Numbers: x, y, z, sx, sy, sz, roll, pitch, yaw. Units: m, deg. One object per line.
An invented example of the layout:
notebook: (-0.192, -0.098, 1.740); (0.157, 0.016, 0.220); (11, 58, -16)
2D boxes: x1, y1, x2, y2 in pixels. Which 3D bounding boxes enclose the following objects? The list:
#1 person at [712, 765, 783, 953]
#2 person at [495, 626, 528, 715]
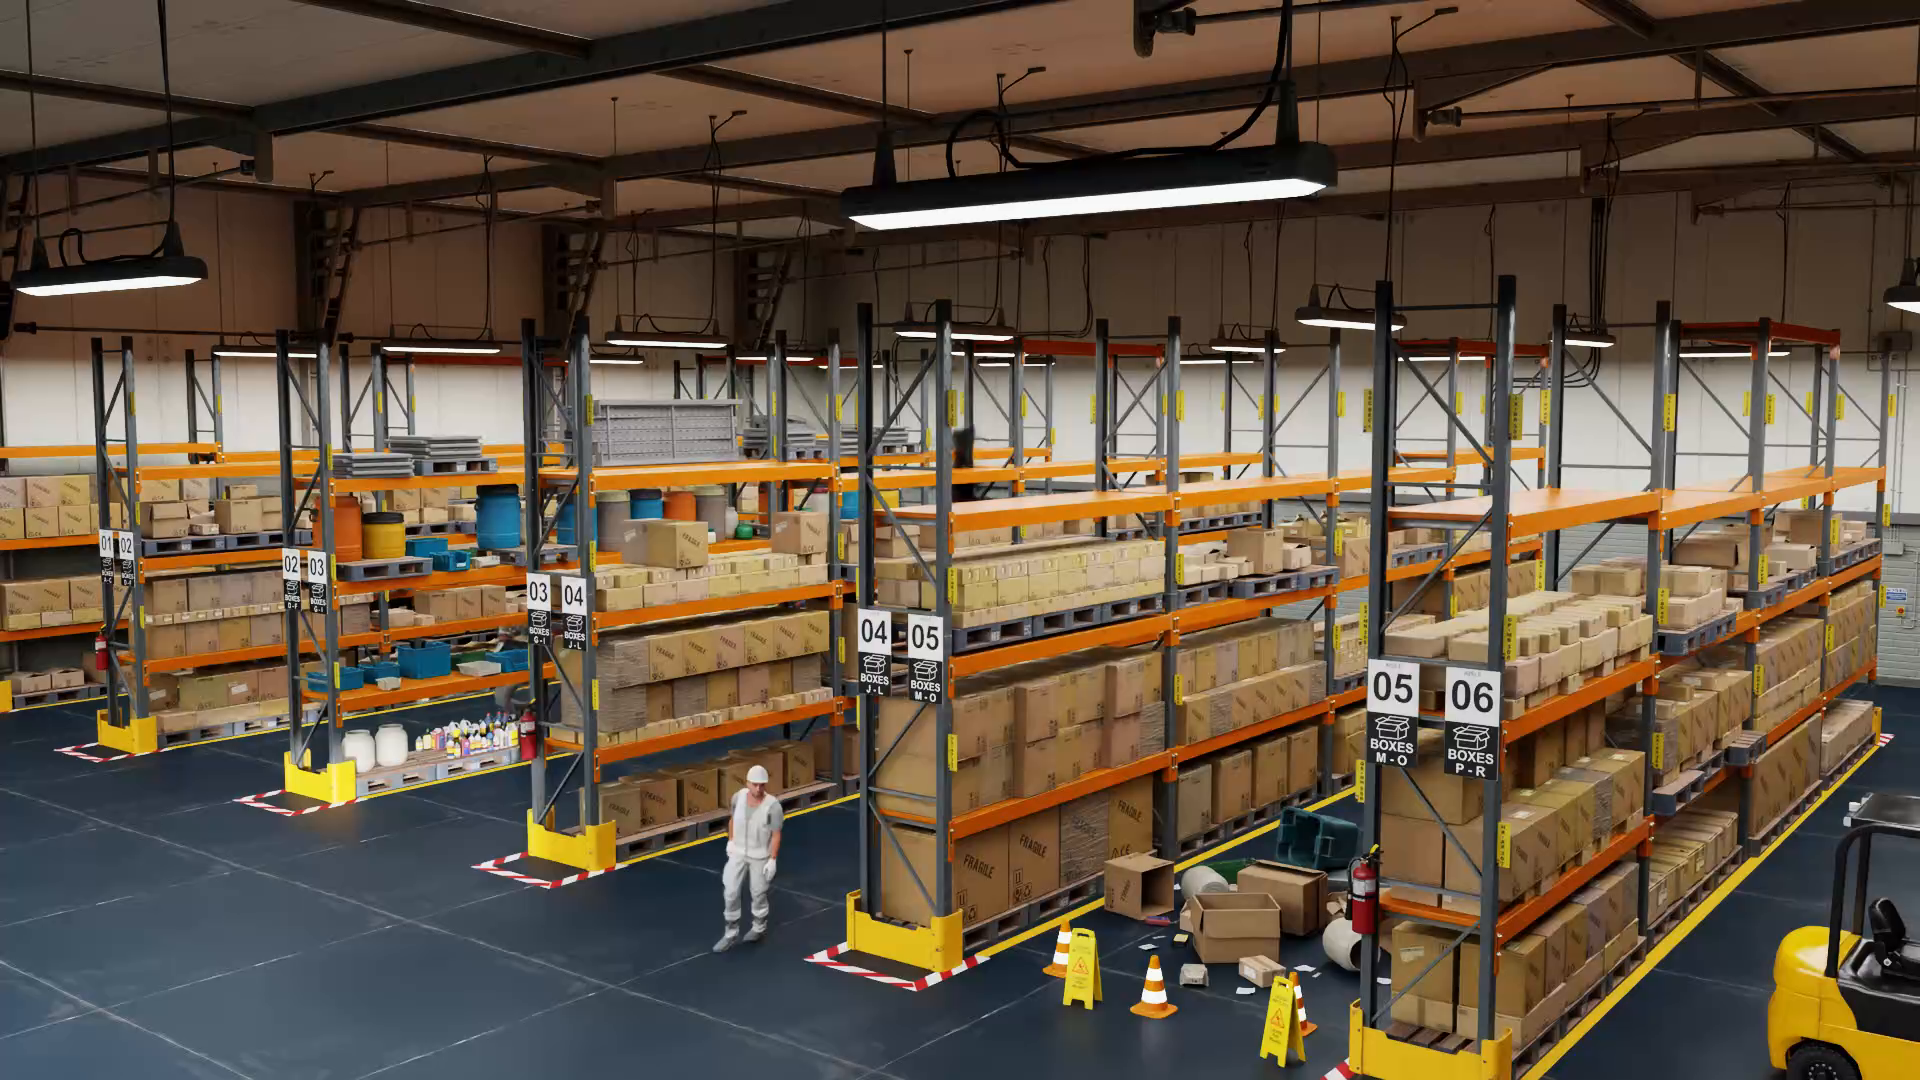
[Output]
person: (-1.944, 2.944, 15.517); (0.658, 1.777, 0.608); (1, 5, 12)
person: (-6.940, 2.120, 25.786); (0.571, 1.636, 0.532); (5, 7, 43)
